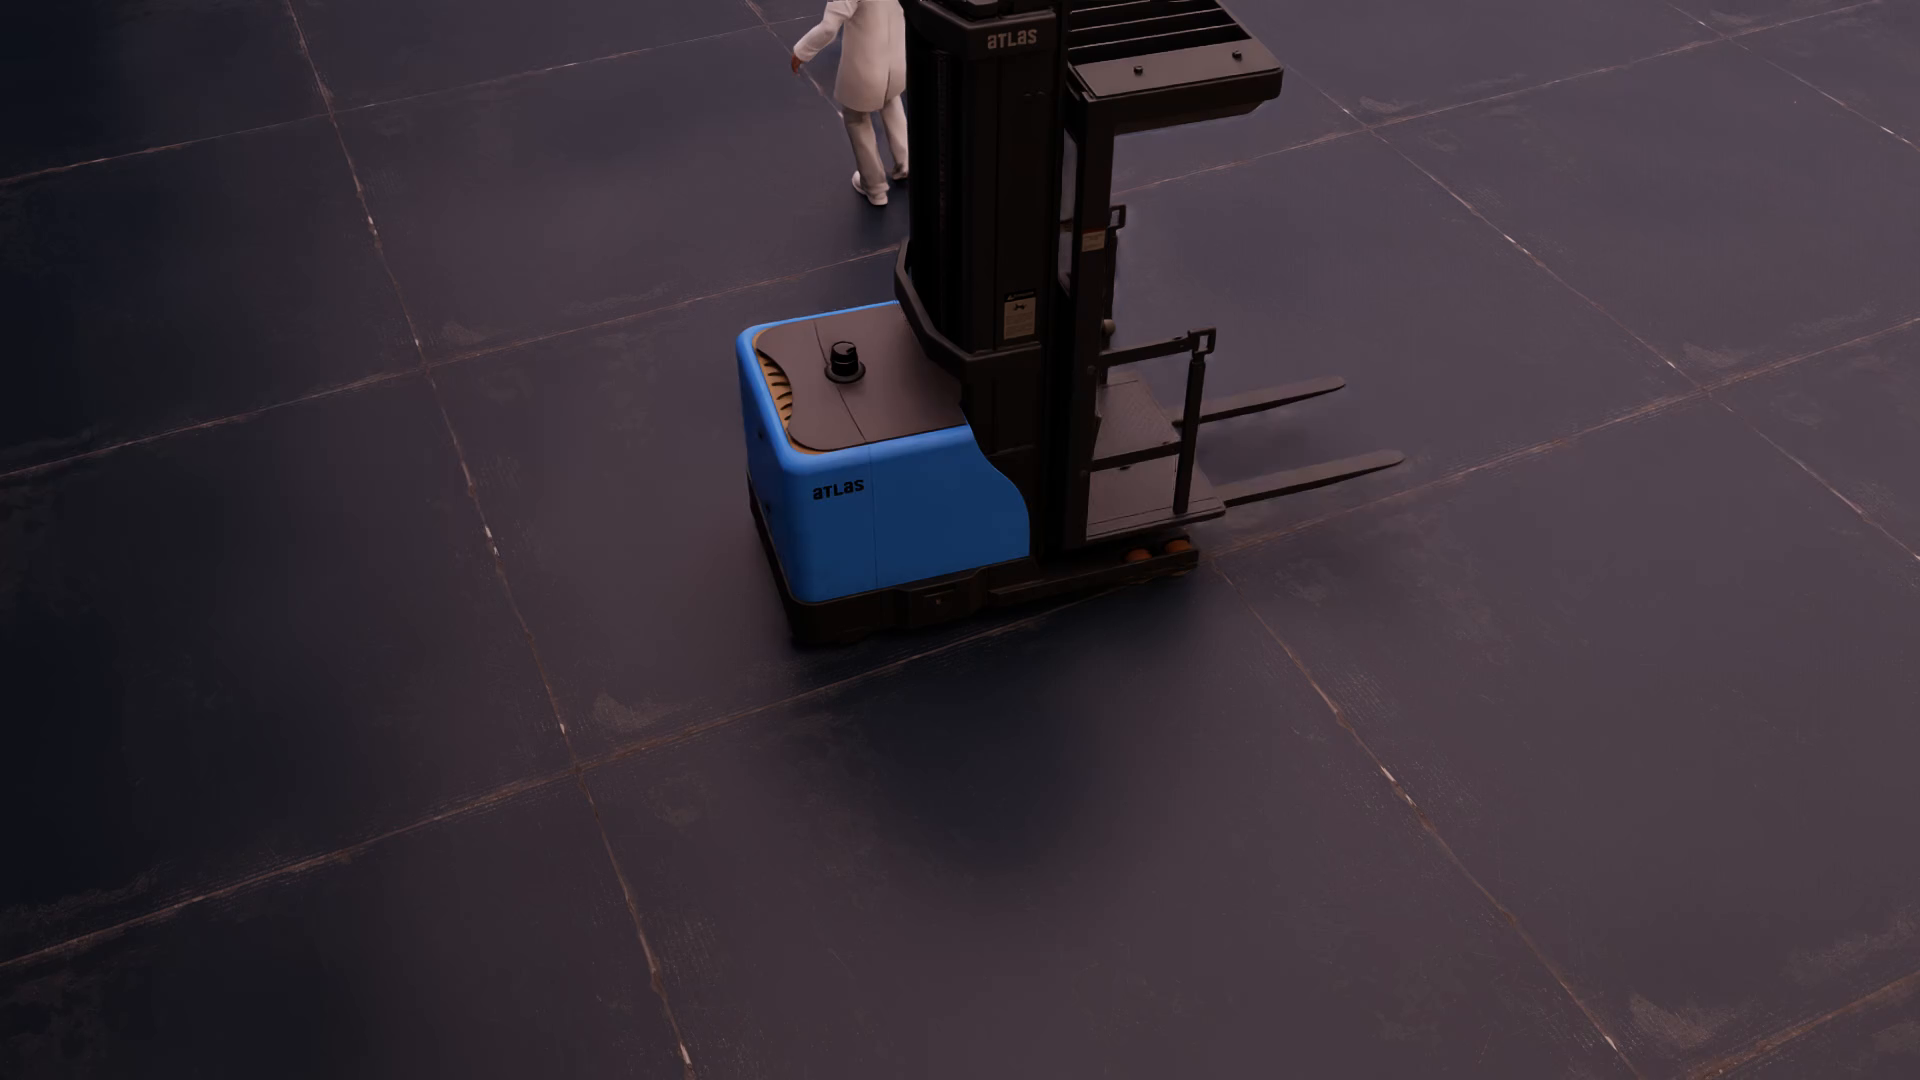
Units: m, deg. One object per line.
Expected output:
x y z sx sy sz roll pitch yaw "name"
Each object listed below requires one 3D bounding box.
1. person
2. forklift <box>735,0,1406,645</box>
-0.536 -2.731 9.496 0.872 1.779 0.493 -21 47 -21 "person"
0.581 -1.201 6.967 3.031 2.935 1.130 -12 44 -13 "forklift"
